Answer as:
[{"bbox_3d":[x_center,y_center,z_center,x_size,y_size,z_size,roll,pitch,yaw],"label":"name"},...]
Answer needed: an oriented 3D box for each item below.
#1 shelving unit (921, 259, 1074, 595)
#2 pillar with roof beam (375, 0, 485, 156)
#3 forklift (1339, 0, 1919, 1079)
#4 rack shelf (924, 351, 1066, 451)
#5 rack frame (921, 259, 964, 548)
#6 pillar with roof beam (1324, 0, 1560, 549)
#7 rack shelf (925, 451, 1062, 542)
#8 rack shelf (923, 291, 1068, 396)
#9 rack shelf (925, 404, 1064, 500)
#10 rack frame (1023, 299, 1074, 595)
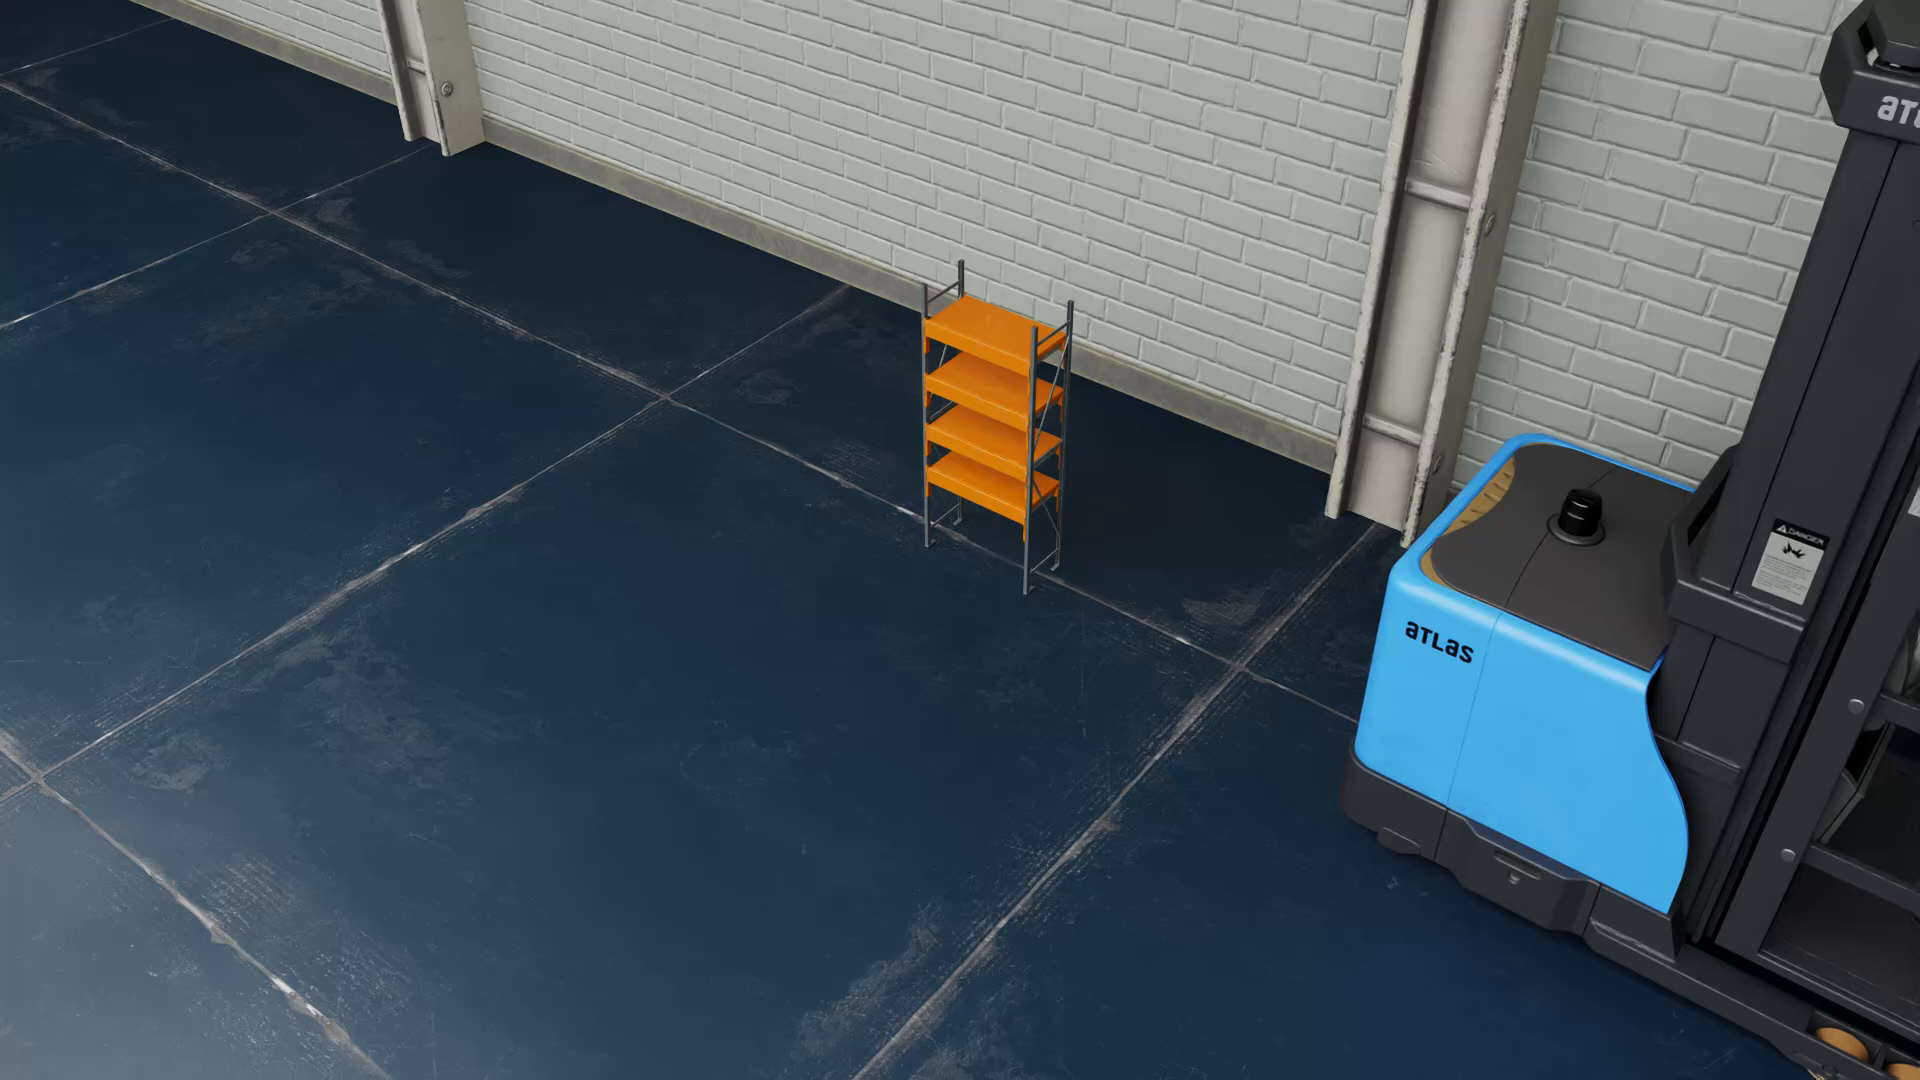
[{"bbox_3d":[0.131,-0.410,6.301,0.503,1.200,0.258,25,45,29],"label":"shelving unit"},{"bbox_3d":[-5.624,-3.789,4.290,0.400,9.000,9.100,25,45,29],"label":"pillar with roof beam"},{"bbox_3d":[2.733,0.107,4.236,3.031,2.935,1.130,26,45,29],"label":"forklift"},{"bbox_3d":[0.131,-0.534,6.205,0.480,0.148,0.258,25,45,29],"label":"rack shelf"},{"bbox_3d":[-0.062,-0.502,6.418,0.015,1.200,0.240,25,45,29],"label":"rack frame"},{"bbox_3d":[-0.858,-1.542,1.420,0.400,9.000,9.100,25,45,29],"label":"pillar with roof beam"},{"bbox_3d":[0.131,-0.201,6.465,0.480,0.148,0.258,25,45,29],"label":"rack shelf"},{"bbox_3d":[0.131,-0.720,6.059,0.480,0.148,0.258,25,45,29],"label":"rack shelf"},{"bbox_3d":[0.131,-0.357,6.342,0.480,0.148,0.258,25,45,29],"label":"rack shelf"},{"bbox_3d":[0.325,-0.319,6.184,0.015,1.200,0.240,25,45,29],"label":"rack frame"}]
